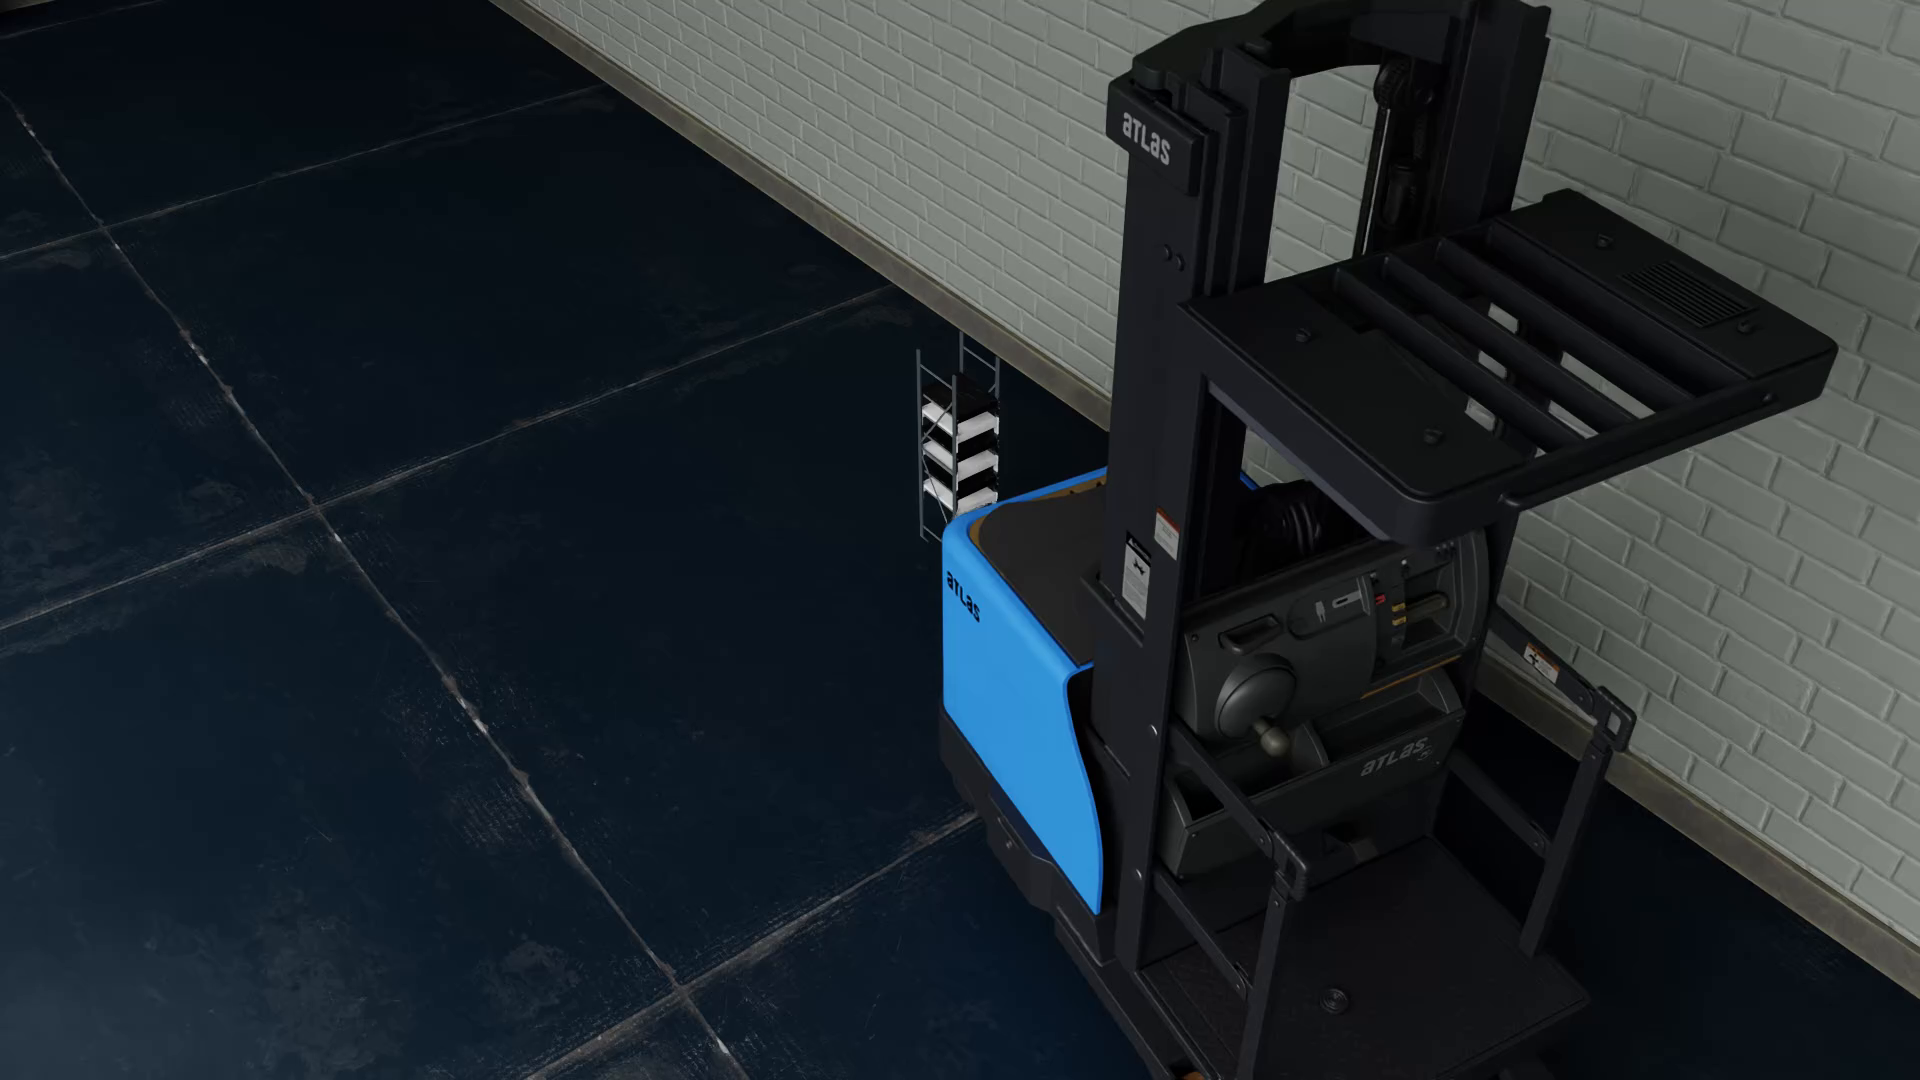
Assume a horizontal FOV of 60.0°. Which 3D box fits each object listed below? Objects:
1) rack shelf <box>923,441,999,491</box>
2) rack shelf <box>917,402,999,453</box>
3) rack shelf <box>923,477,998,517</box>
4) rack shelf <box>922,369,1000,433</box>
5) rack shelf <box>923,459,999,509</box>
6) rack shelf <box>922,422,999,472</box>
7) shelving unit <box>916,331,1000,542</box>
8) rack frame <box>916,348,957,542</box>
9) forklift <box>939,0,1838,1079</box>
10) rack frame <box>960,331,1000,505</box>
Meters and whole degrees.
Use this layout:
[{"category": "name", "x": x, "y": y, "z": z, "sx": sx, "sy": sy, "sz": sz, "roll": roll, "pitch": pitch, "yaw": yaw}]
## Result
[{"category": "rack shelf", "x": -0.006, "y": -0.319, "z": 6.482, "sx": 0.200, "sy": 0.077, "sz": 0.258, "roll": -26, "pitch": 46, "yaw": -28}, {"category": "rack shelf", "x": -0.006, "y": -0.458, "z": 6.368, "sx": 0.200, "sy": 0.077, "sz": 0.258, "roll": -26, "pitch": 46, "yaw": -28}, {"category": "rack shelf", "x": -0.006, "y": -0.180, "z": 6.596, "sx": 0.200, "sy": 0.077, "sz": 0.258, "roll": -26, "pitch": 46, "yaw": -28}, {"category": "rack shelf", "x": -0.006, "y": -0.528, "z": 6.311, "sx": 0.200, "sy": 0.077, "sz": 0.258, "roll": -26, "pitch": 46, "yaw": -28}, {"category": "rack shelf", "x": -0.006, "y": -0.249, "z": 6.539, "sx": 0.200, "sy": 0.077, "sz": 0.258, "roll": -26, "pitch": 46, "yaw": -28}, {"category": "rack shelf", "x": -0.006, "y": -0.389, "z": 6.425, "sx": 0.200, "sy": 0.077, "sz": 0.258, "roll": -26, "pitch": 46, "yaw": -28}, {"category": "shelving unit", "x": -0.006, "y": -0.345, "z": 6.461, "sx": 0.210, "sy": 0.900, "sz": 0.258, "roll": -26, "pitch": 46, "yaw": -28}, {"category": "rack frame", "x": -0.087, "y": -0.305, "z": 6.413, "sx": 0.006, "sy": 0.900, "sz": 0.240, "roll": -26, "pitch": 46, "yaw": -28}, {"category": "forklift", "x": 1.064, "y": 0.317, "z": 4.052, "sx": 1.130, "sy": 2.935, "sz": 3.031, "roll": -19, "pitch": 43, "yaw": -21}, {"category": "rack frame", "x": 0.074, "y": -0.384, "z": 6.509, "sx": 0.006, "sy": 0.900, "sz": 0.240, "roll": -26, "pitch": 46, "yaw": -28}]
